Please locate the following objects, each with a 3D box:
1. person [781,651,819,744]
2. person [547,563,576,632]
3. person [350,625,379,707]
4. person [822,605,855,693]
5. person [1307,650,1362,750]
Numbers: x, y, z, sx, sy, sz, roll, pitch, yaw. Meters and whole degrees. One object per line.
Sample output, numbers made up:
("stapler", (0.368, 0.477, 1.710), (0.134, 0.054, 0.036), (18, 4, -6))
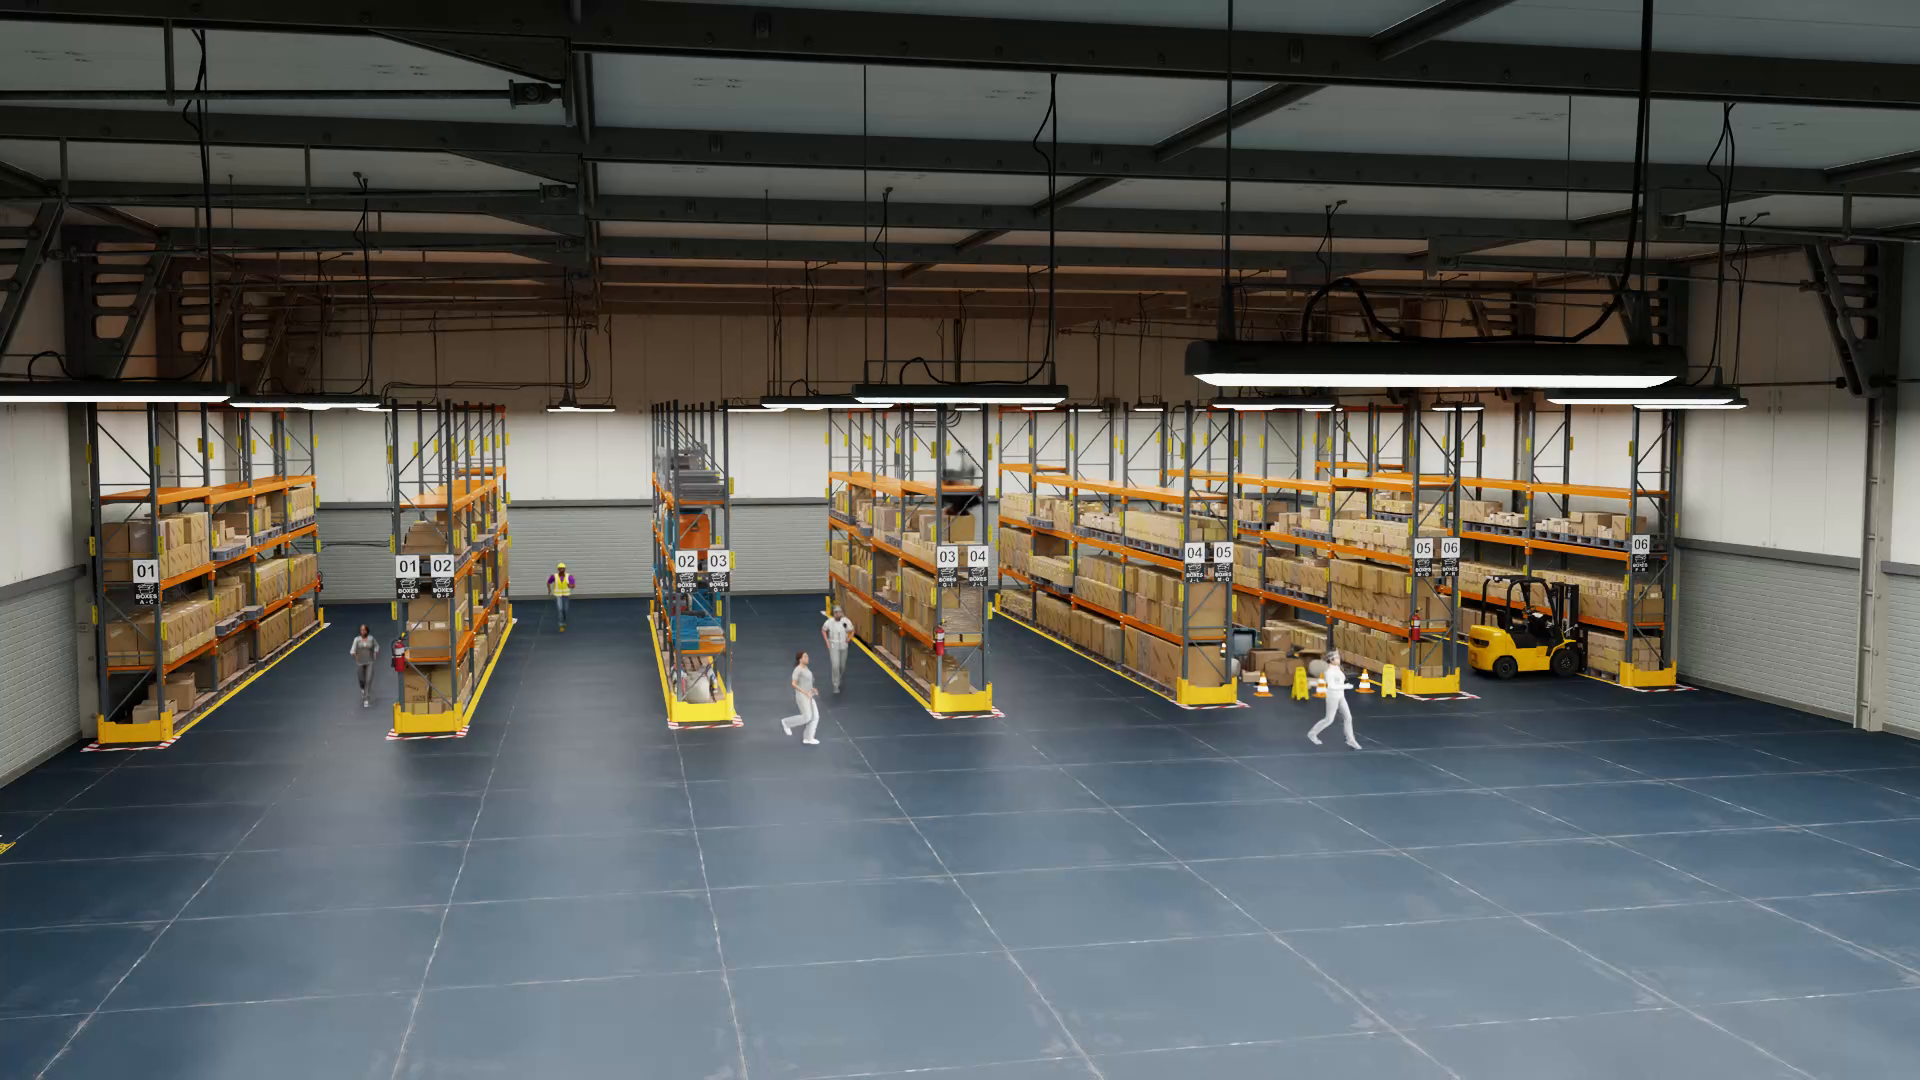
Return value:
("person", (-2.758, 2.729, 28.952), (0.686, 1.627, 0.577), (2, 5, 20))
("person", (-10.527, 1.498, 43.996), (0.694, 1.772, 0.960), (-2, 5, -24))
("person", (-11.741, 2.460, 32.823), (0.539, 1.588, 0.831), (-2, 5, -19))
("person", (-2.521, 2.249, 34.540), (0.675, 1.845, 0.775), (-1, 4, -13))
("person", (6.441, 2.725, 28.530), (0.928, 1.703, 0.620), (3, 5, 30))
